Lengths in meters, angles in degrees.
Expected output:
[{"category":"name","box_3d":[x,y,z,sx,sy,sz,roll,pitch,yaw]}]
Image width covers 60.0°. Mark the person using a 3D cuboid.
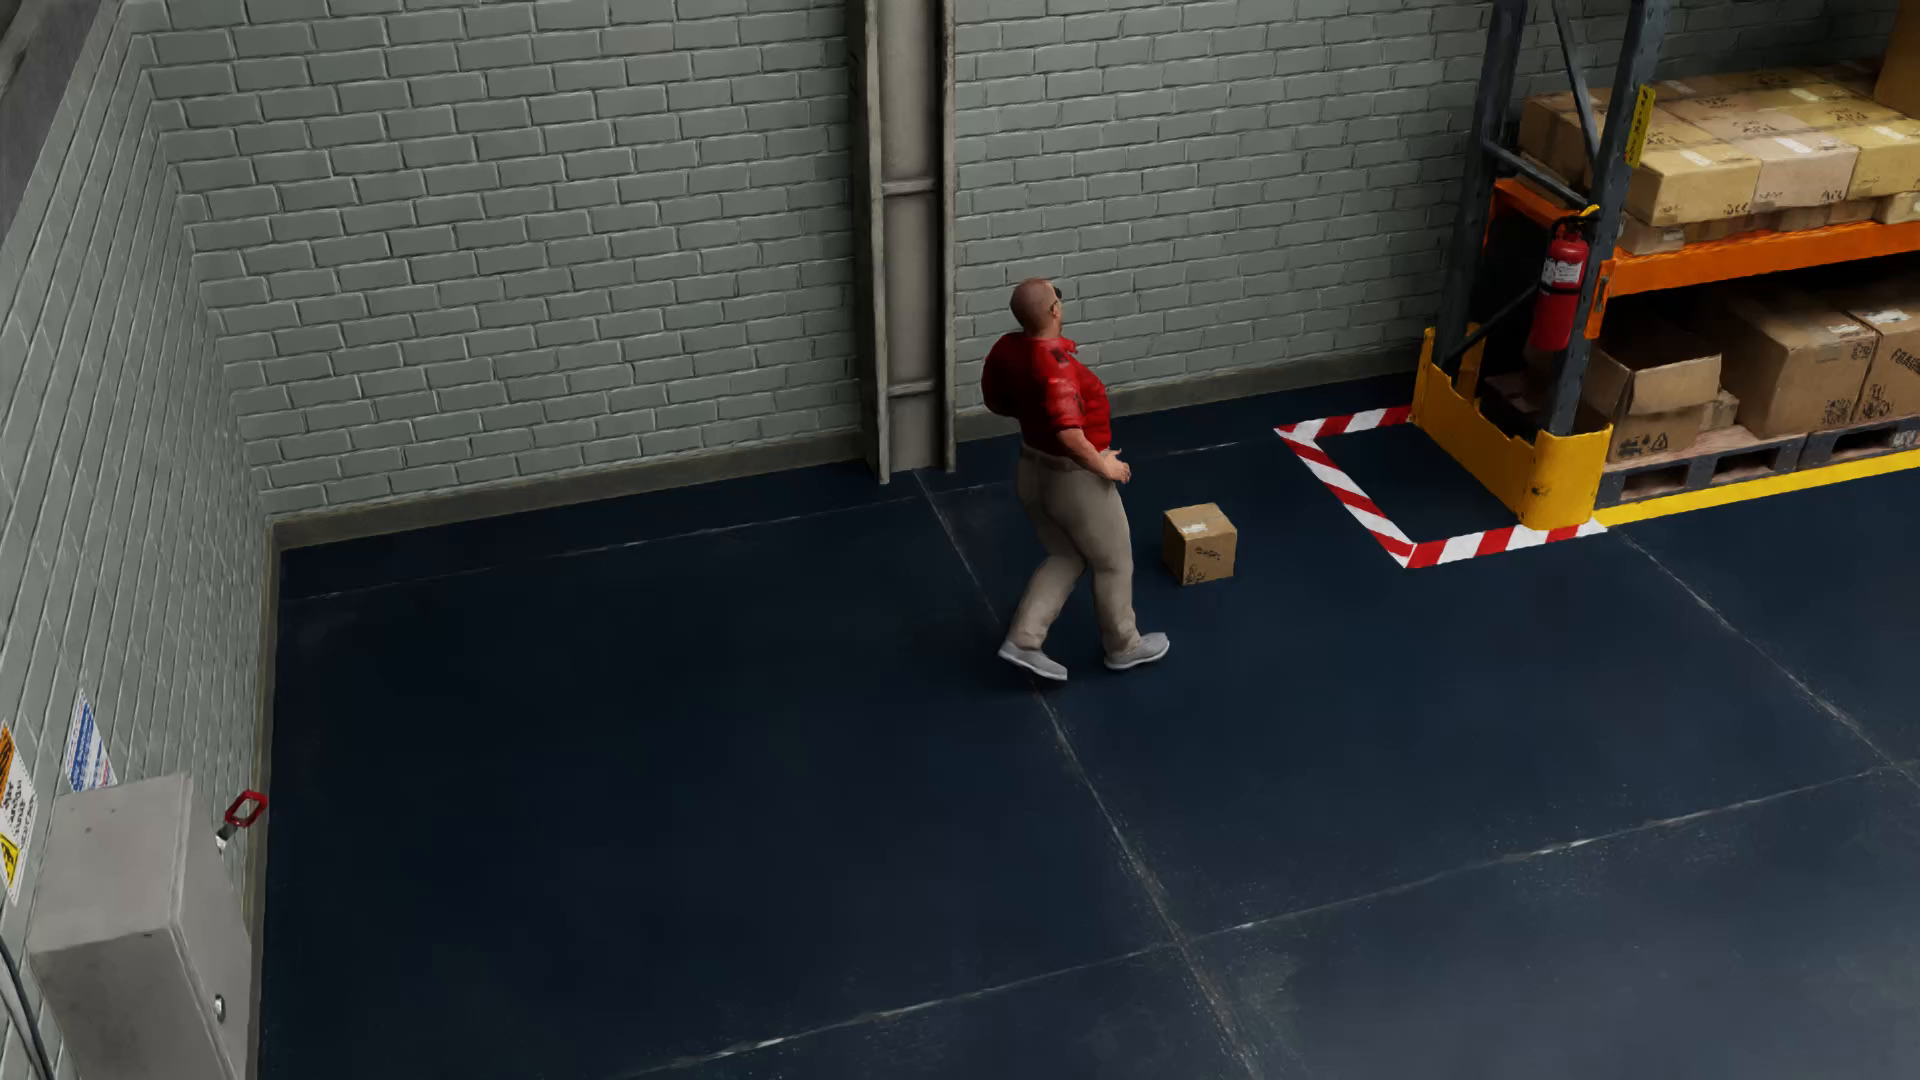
[{"category":"person","box_3d":[0.402,-0.252,6.548,0.767,1.682,0.684,-24,40,-31]}]
